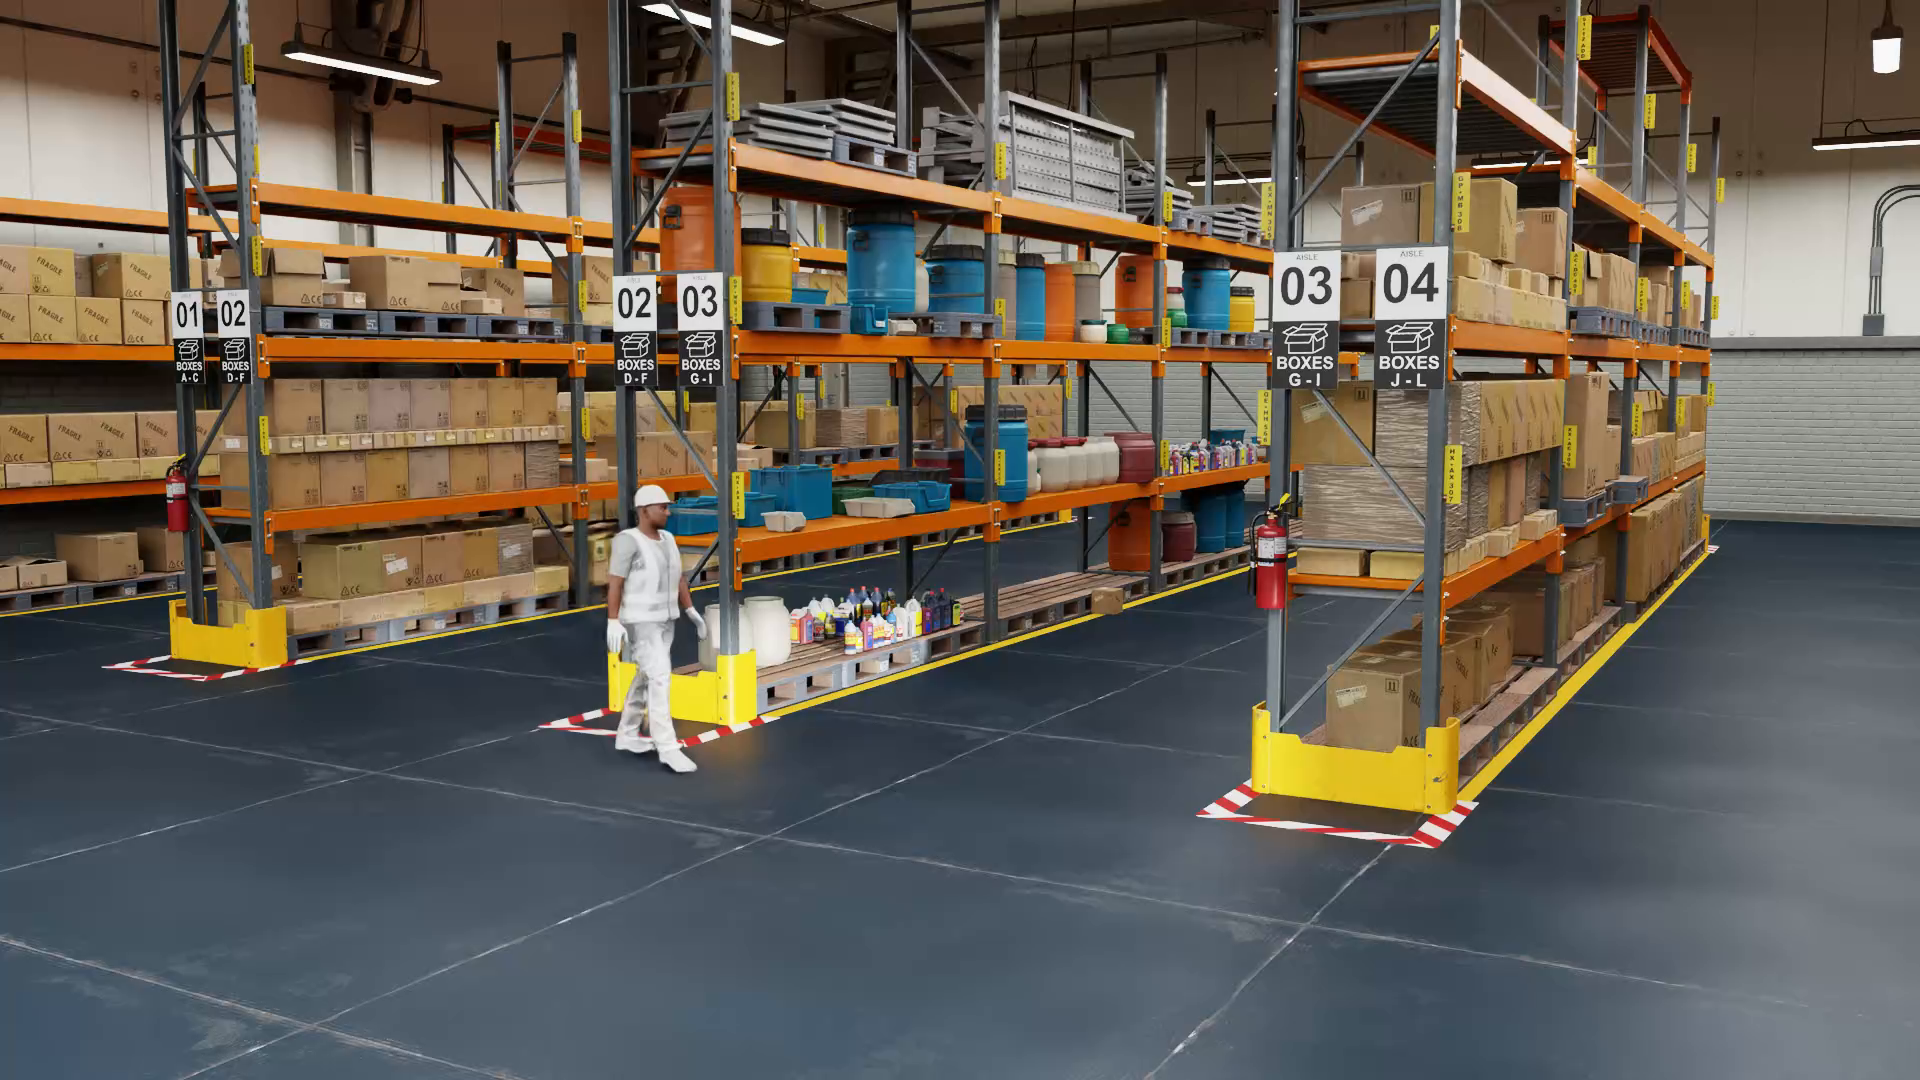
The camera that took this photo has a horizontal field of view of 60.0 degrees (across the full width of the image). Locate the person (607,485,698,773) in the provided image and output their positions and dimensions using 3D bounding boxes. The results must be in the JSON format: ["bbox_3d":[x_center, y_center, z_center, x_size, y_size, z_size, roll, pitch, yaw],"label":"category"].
[{"bbox_3d":[-1.920,0.535,10.703,0.787,1.774,0.596,3,6,25],"label":"person"}]
